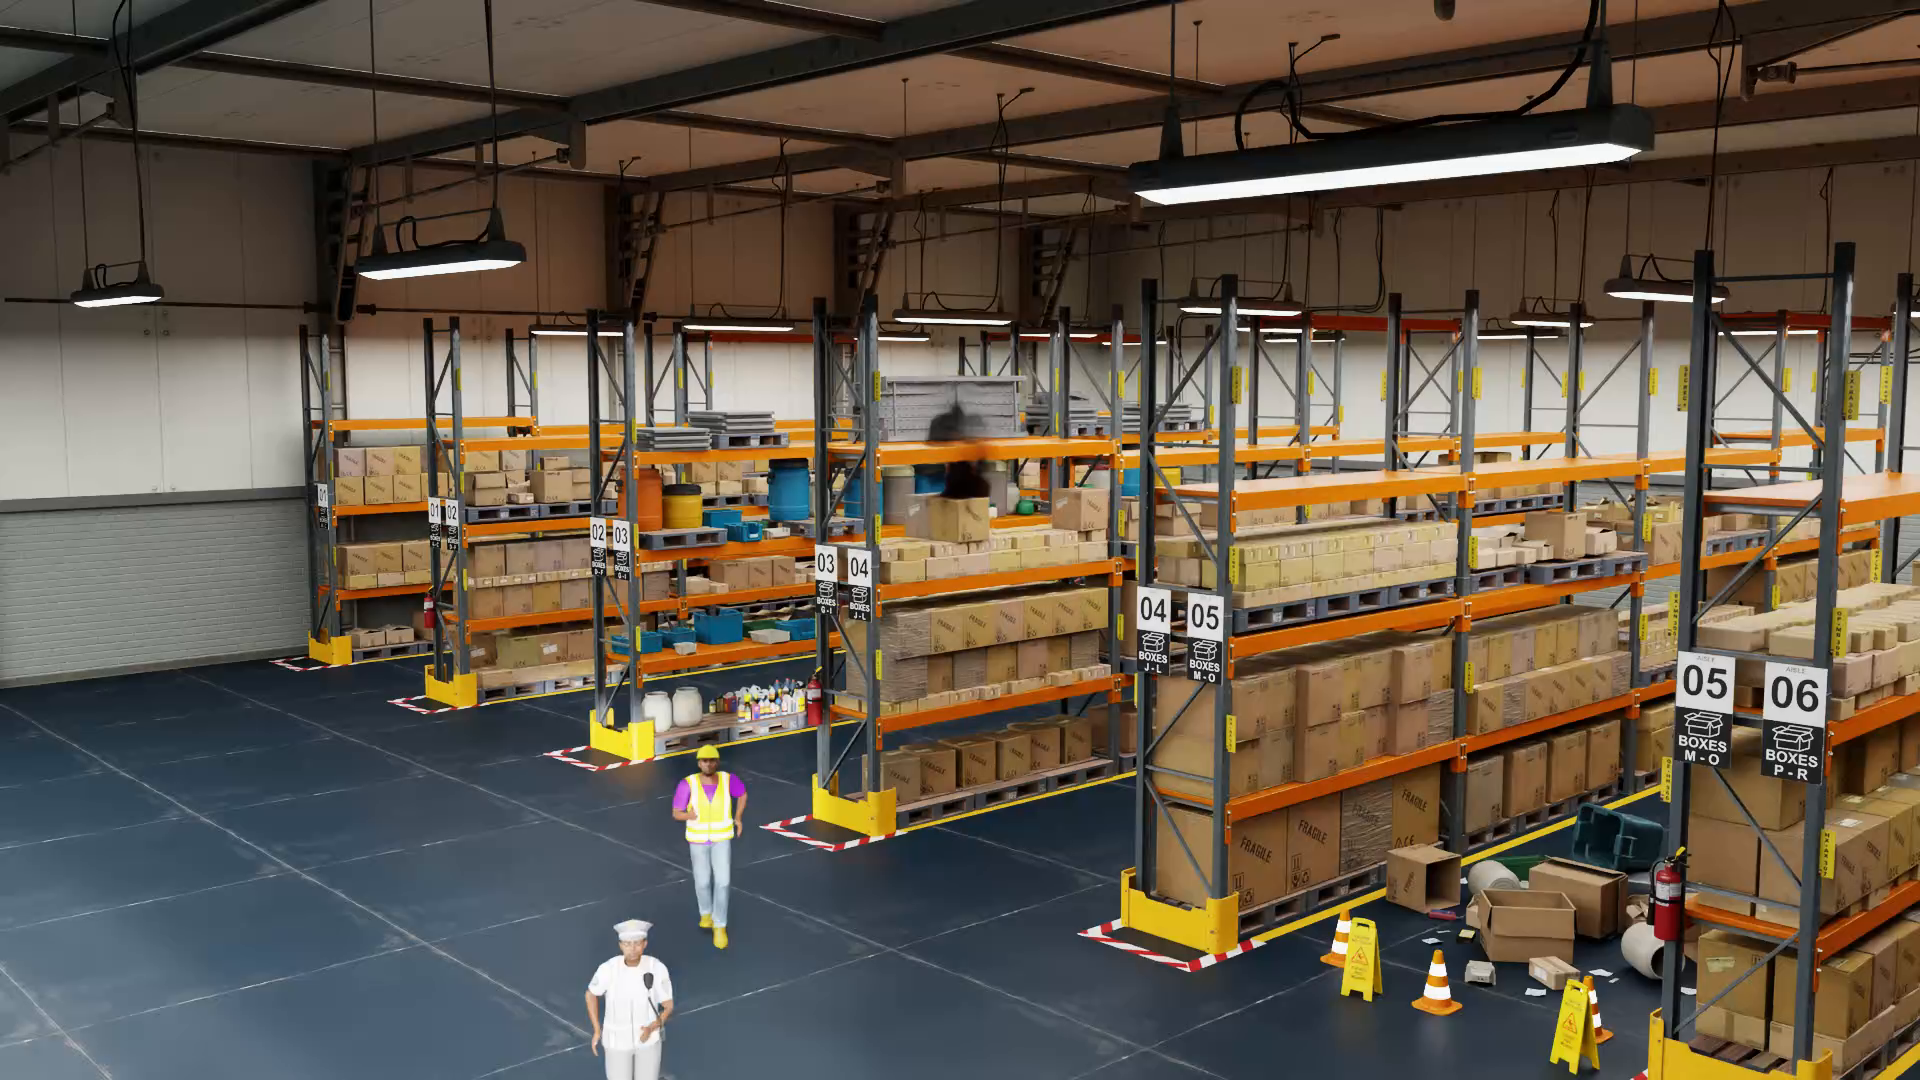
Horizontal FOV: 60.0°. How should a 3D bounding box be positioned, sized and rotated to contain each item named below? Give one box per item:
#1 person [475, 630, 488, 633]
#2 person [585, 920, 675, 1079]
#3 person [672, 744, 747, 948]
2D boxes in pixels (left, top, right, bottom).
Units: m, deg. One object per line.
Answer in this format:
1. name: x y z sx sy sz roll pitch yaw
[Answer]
1. person: -8.160 1.466 27.904 0.644 1.751 0.642 4 7 32
2. person: -2.118 3.262 10.706 0.548 1.640 0.559 -1 6 -14
3. person: -2.273 2.764 15.129 0.674 1.825 0.717 -1 6 -7
